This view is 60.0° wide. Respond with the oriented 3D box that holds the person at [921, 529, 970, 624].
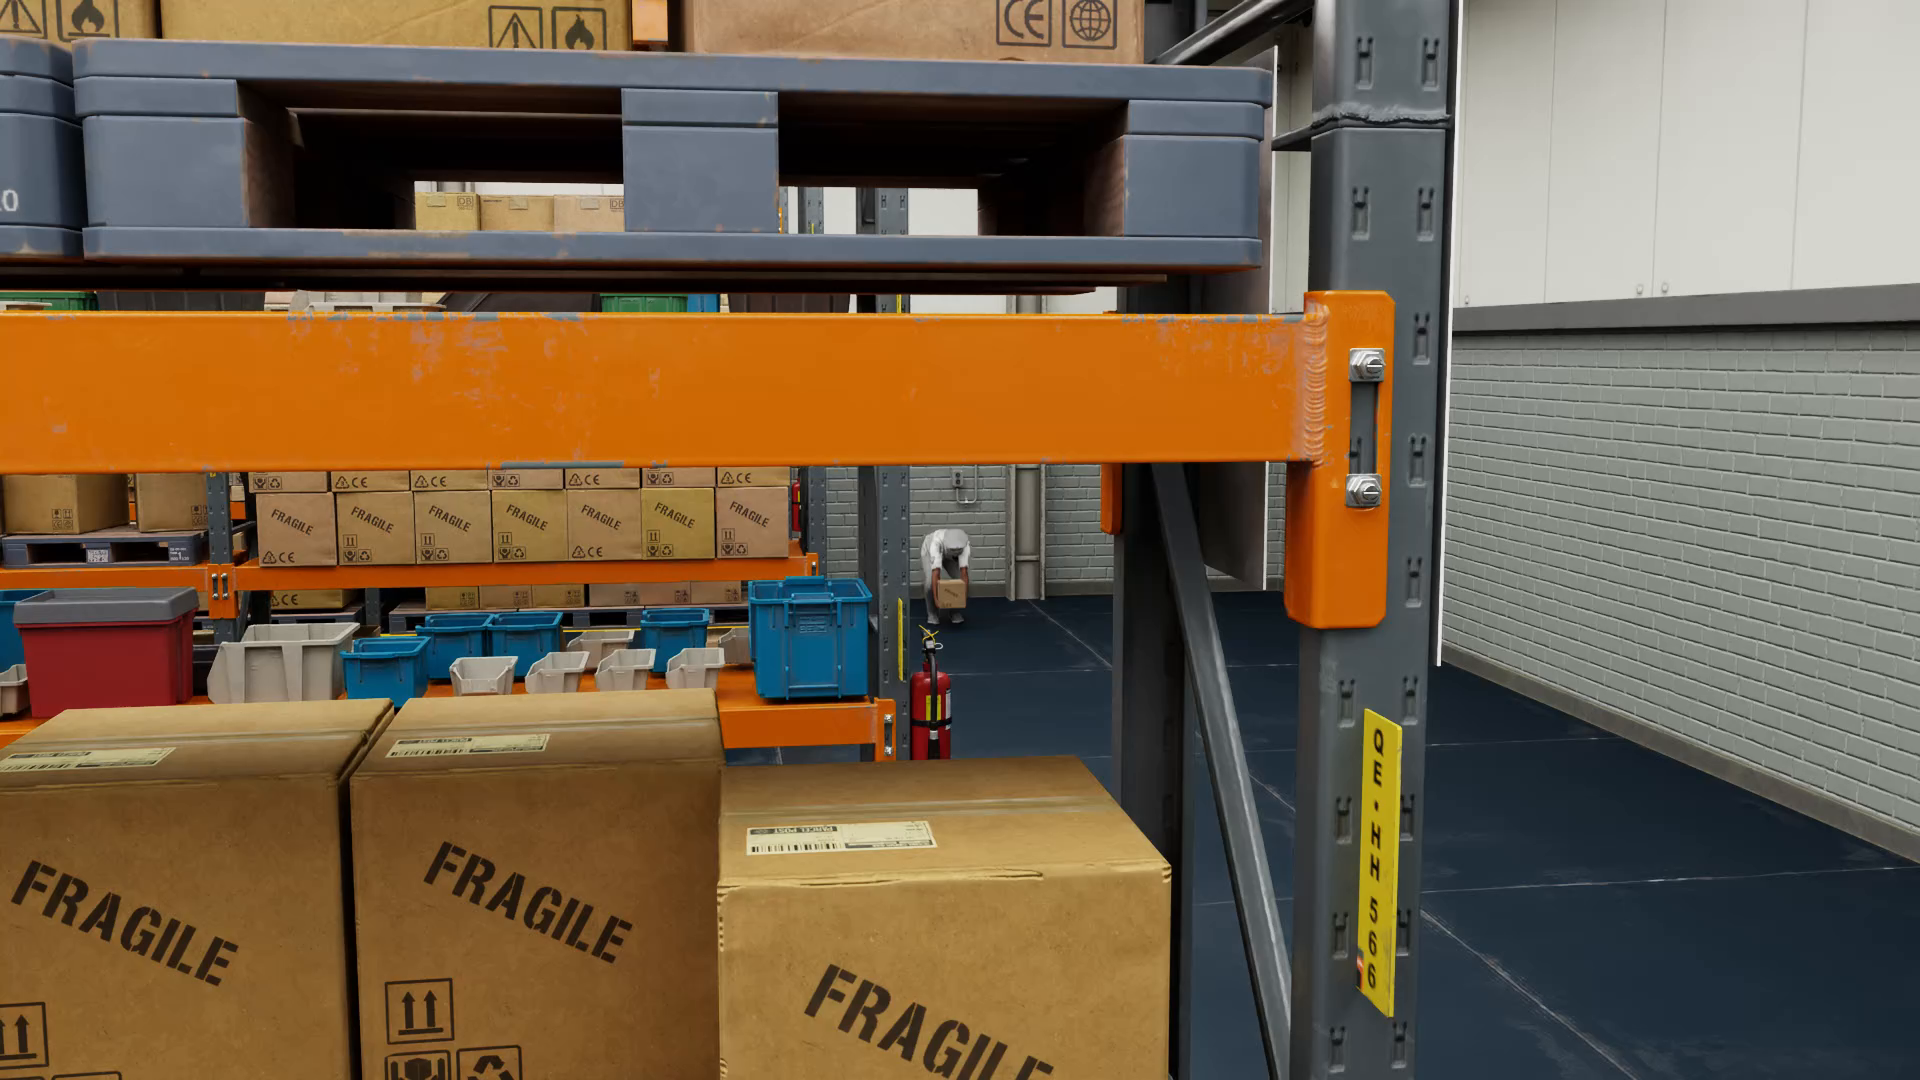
[{"bbox_3d":[-4.478,0.555,11.288,11.130,1.841,9.701,-1,7,-11],"label":"person"}]
